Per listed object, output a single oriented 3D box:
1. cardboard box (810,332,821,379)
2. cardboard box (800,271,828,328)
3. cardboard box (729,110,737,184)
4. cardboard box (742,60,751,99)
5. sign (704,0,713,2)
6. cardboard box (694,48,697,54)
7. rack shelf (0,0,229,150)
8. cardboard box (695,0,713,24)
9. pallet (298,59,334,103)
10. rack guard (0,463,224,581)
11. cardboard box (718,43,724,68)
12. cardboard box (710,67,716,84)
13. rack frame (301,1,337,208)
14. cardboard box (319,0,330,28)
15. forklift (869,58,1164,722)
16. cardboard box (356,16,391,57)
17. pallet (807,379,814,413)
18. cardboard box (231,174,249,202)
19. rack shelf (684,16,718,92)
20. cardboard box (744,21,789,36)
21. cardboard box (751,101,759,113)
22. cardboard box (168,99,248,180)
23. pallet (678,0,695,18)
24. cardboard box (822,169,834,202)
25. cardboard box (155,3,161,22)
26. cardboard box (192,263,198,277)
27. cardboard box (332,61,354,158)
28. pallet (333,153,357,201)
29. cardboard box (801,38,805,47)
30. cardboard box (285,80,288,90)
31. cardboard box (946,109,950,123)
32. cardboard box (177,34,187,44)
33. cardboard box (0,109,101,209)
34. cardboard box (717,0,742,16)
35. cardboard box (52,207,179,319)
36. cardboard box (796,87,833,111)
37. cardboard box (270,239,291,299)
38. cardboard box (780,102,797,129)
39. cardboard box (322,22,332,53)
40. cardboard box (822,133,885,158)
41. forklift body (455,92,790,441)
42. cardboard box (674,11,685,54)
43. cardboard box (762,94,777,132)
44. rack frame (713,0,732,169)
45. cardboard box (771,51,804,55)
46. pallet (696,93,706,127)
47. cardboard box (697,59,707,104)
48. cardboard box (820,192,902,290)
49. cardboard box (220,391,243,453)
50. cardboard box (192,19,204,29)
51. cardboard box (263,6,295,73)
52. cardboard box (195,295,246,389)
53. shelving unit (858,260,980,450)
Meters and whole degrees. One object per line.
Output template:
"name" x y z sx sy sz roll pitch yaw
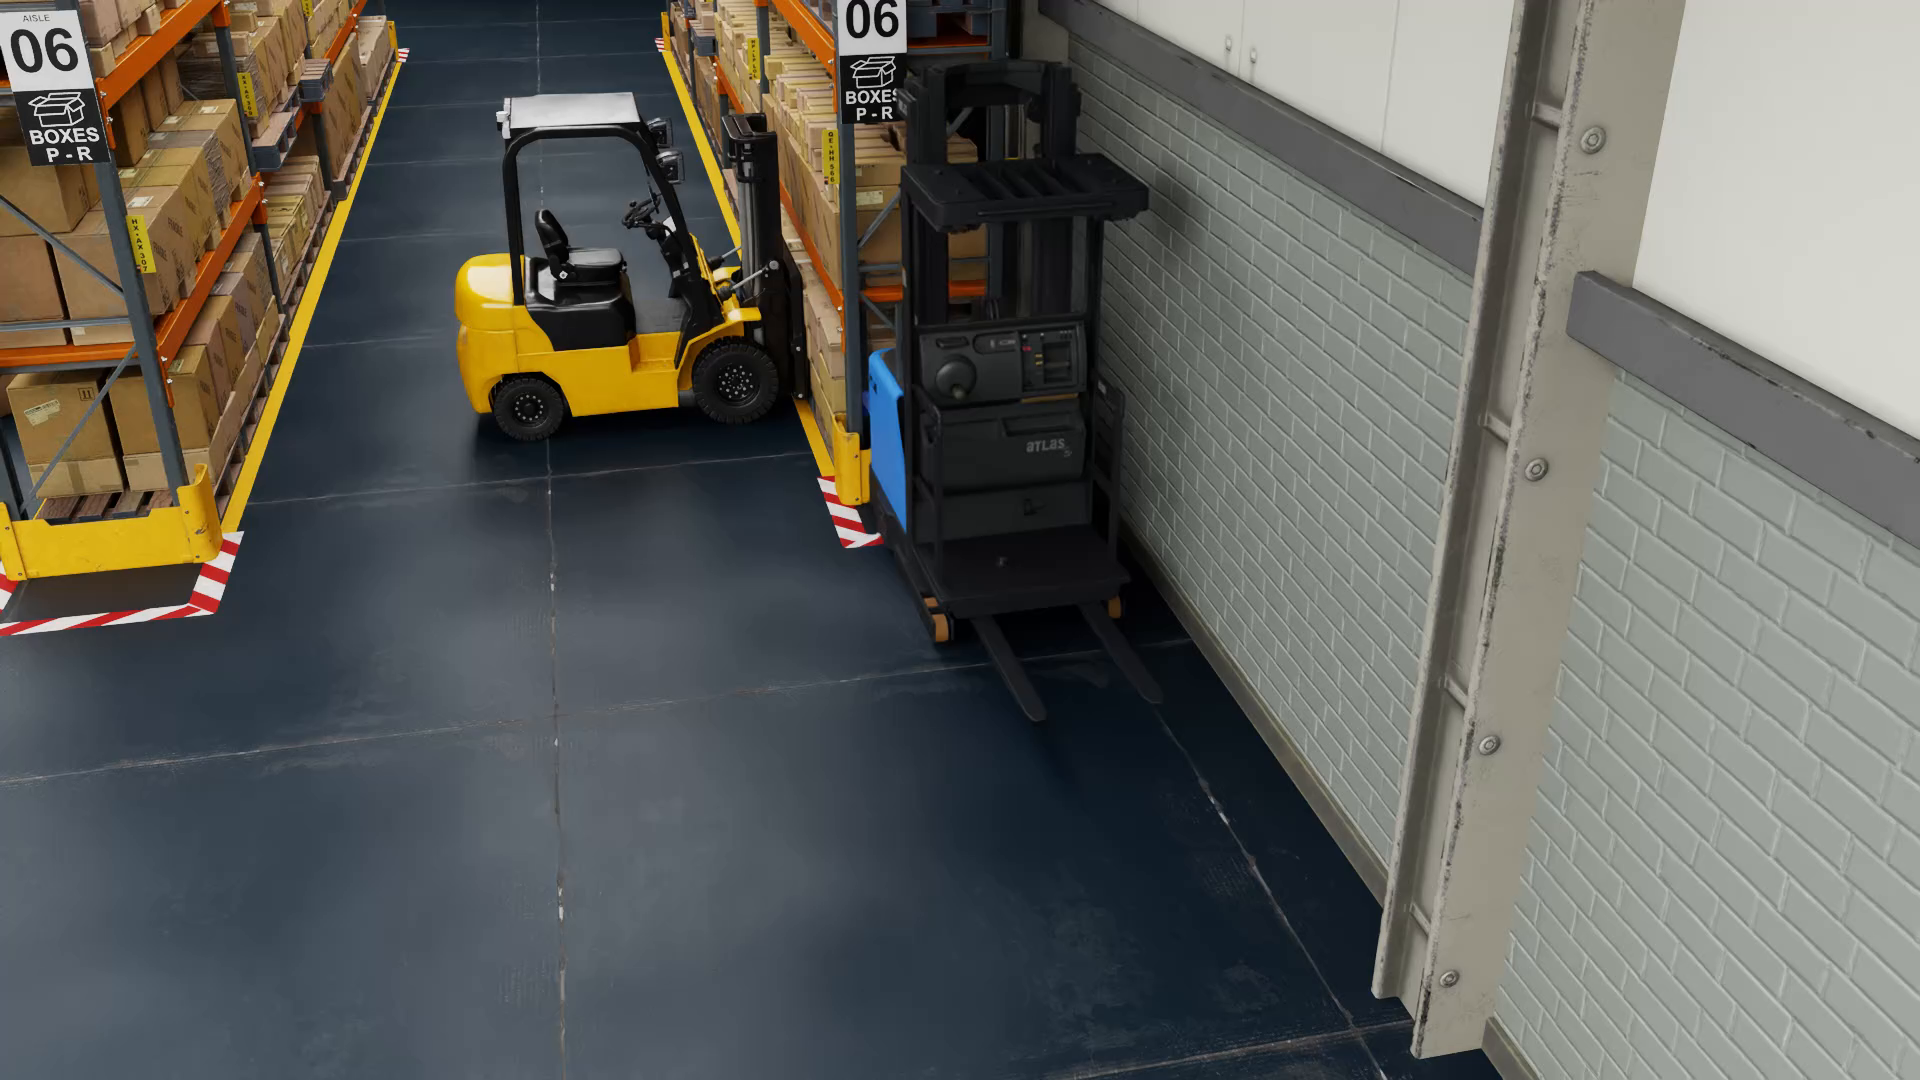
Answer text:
"cardboard box" -0.747 -1.287 11.502 0.500 0.250 0.500 -6 27 -12
"cardboard box" -0.882 -1.722 11.808 0.500 0.250 0.500 -6 27 -11
"cardboard box" -1.906 -4.065 17.144 0.875 0.625 0.625 -5 27 -10
"cardboard box" -1.615 -4.028 14.513 0.500 0.250 0.500 -7 28 -13
"sign" -2.560 -5.635 16.889 0.100 0.325 0.005 -6 27 -12
"cardboard box" -3.113 -6.146 20.685 0.380 0.149 0.250 -5 27 -9
"rack shelf" -5.516 -3.091 10.515 1.077 0.370 4.000 -6 27 -12
"cardboard box" -2.587 -5.764 18.041 0.500 0.250 0.500 -7 28 -14
"pallet" -6.604 -4.320 15.692 1.213 0.211 1.003 -6 27 -12
"rack guard" -5.083 -0.113 9.918 1.175 0.500 0.348 -6 27 -12
"cardboard box" -2.172 -4.926 16.848 0.500 0.250 0.500 -6 27 -11
"cardboard box" -2.663 -5.350 19.109 0.380 0.149 0.250 -7 28 -14
"rack frame" -6.869 -4.707 16.247 1.000 3.000 0.127 -6 27 -12
"cardboard box" -6.958 -5.558 17.544 0.500 0.250 0.500 -6 27 -12
"forklift" 0.295 -0.934 8.848 1.130 2.935 3.031 -7 28 -13
"cardboard box" -8.425 -6.983 23.134 0.875 0.438 0.875 -7 28 -13
"pallet" -0.715 -1.322 12.635 1.003 0.211 1.213 -6 27 -12
"cardboard box" -5.535 -2.620 12.391 0.380 0.149 0.250 -5 27 -10
"rack shelf" -2.484 -5.770 19.151 1.077 0.370 4.000 -6 27 -12
"cardboard box" -1.795 -4.707 15.417 0.380 0.149 0.250 -6 27 -12
"cardboard box" -1.500 -3.585 14.190 0.500 0.250 0.500 -5 27 -10
"cardboard box" -5.625 -2.959 12.342 0.500 0.500 0.500 -7 28 -13
"pallet" -2.861 -6.521 20.054 1.003 0.211 1.213 -6 27 -12
"cardboard box" -0.668 -2.268 10.584 0.380 0.149 0.250 -6 27 -11
"cardboard box" -5.218 -3.279 10.368 0.380 0.149 0.250 -7 28 -13
"cardboard box" -5.095 -1.714 10.595 0.380 0.149 0.250 -5 27 -10
"cardboard box" -7.140 -4.650 18.025 0.875 0.875 0.875 -6 27 -11
"pallet" -6.973 -3.816 17.576 1.003 0.211 1.213 -6 27 -12
"cardboard box" -1.238 -4.532 15.070 0.380 0.149 0.250 -6 27 -12
"cardboard box" -6.139 -3.990 14.640 0.380 0.149 0.250 -7 28 -13
"cardboard box" -0.286 -2.918 11.542 0.380 0.149 0.250 -7 28 -13
"cardboard box" -6.459 -4.087 13.391 0.380 0.149 0.250 -7 28 -13
"cardboard box" -5.500 -2.244 9.816 0.700 0.500 0.500 -6 27 -11
"cardboard box" -2.249 -5.377 16.744 0.380 0.149 0.250 -5 27 -10
"cardboard box" -4.902 -1.609 9.667 0.500 0.500 0.500 -6 27 -12
"cardboard box" -0.982 -3.196 12.093 0.380 0.149 0.250 -6 27 -12
"cardboard box" -6.088 -2.196 13.721 0.950 0.372 0.625 -6 27 -11
"cardboard box" -1.130 -3.168 12.367 0.380 0.149 0.250 -6 27 -12
"cardboard box" -6.979 -5.335 17.658 0.500 0.250 0.500 -5 27 -10
"cardboard box" -0.688 -2.521 10.755 0.380 0.149 0.250 -5 27 -10
"forklift body" -2.435 -1.969 11.765 2.313 2.155 1.214 -6 27 -12
"cardboard box" -3.636 -7.139 23.373 0.700 0.500 0.500 -5 27 -9
"cardboard box" -1.286 -3.280 13.309 0.500 0.500 0.500 -7 28 -13
"rack frame" -2.033 -5.213 17.249 1.000 3.000 0.127 -6 27 -12
"cardboard box" -1.501 -4.030 14.075 0.380 0.149 0.250 -6 27 -12
"pallet" -2.715 -5.371 20.657 1.003 0.211 1.213 -6 27 -12
"cardboard box" -2.916 -5.573 20.270 0.500 0.500 0.500 -6 27 -12
"cardboard box" -0.597 -1.935 10.644 0.500 0.500 0.500 -7 28 -13
"cardboard box" -5.086 -0.762 11.017 0.500 0.250 0.500 -5 27 -10
"cardboard box" -6.637 -4.170 14.276 0.500 0.500 0.500 -7 28 -14
"cardboard box" -6.253 -4.454 14.837 0.500 0.500 0.500 -8 28 -15
"cardboard box" -5.211 -1.333 11.315 0.500 0.500 0.500 -5 27 -11
"shelving unit" -0.261 -0.890 10.328 0.538 1.500 1.048 -7 25 -14
